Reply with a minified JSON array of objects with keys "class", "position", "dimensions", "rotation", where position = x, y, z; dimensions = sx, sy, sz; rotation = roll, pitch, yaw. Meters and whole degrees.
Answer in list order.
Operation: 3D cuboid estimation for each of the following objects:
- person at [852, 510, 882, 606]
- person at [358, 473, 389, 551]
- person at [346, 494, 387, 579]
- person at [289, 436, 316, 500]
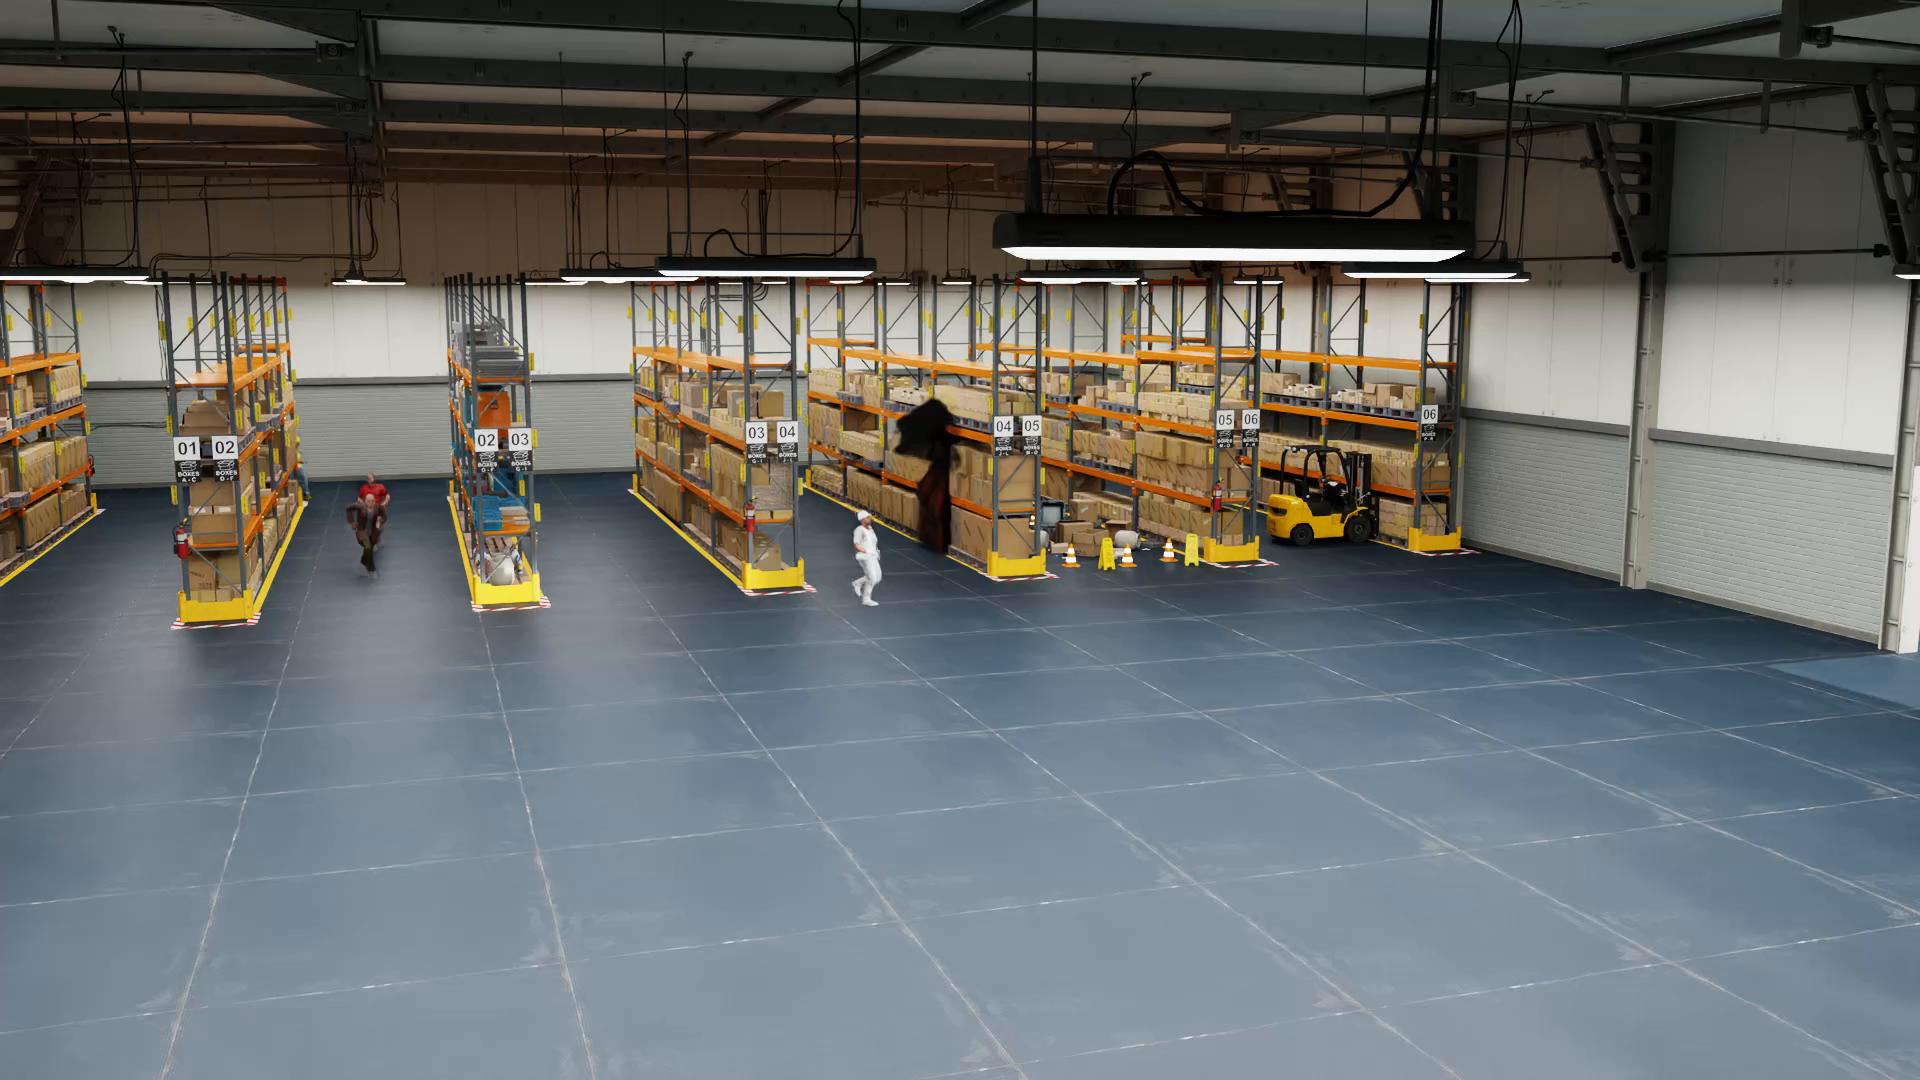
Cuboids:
[{"class":"person","position":[-1.710,0.327,30.136],"dimensions":[0.606,1.735,0.685],"rotation":[3,9,17]},{"class":"person","position":[-12.930,-0.626,36.695],"dimensions":[0.658,1.706,0.624],"rotation":[-2,9,-15]},{"class":"person","position":[-11.894,-0.097,33.311],"dimensions":[0.753,1.744,1.055],"rotation":[-5,10,-32]},{"class":"person","position":[-18.028,-1.942,45.033],"dimensions":[0.875,1.766,0.730],"rotation":[0,9,1]}]
